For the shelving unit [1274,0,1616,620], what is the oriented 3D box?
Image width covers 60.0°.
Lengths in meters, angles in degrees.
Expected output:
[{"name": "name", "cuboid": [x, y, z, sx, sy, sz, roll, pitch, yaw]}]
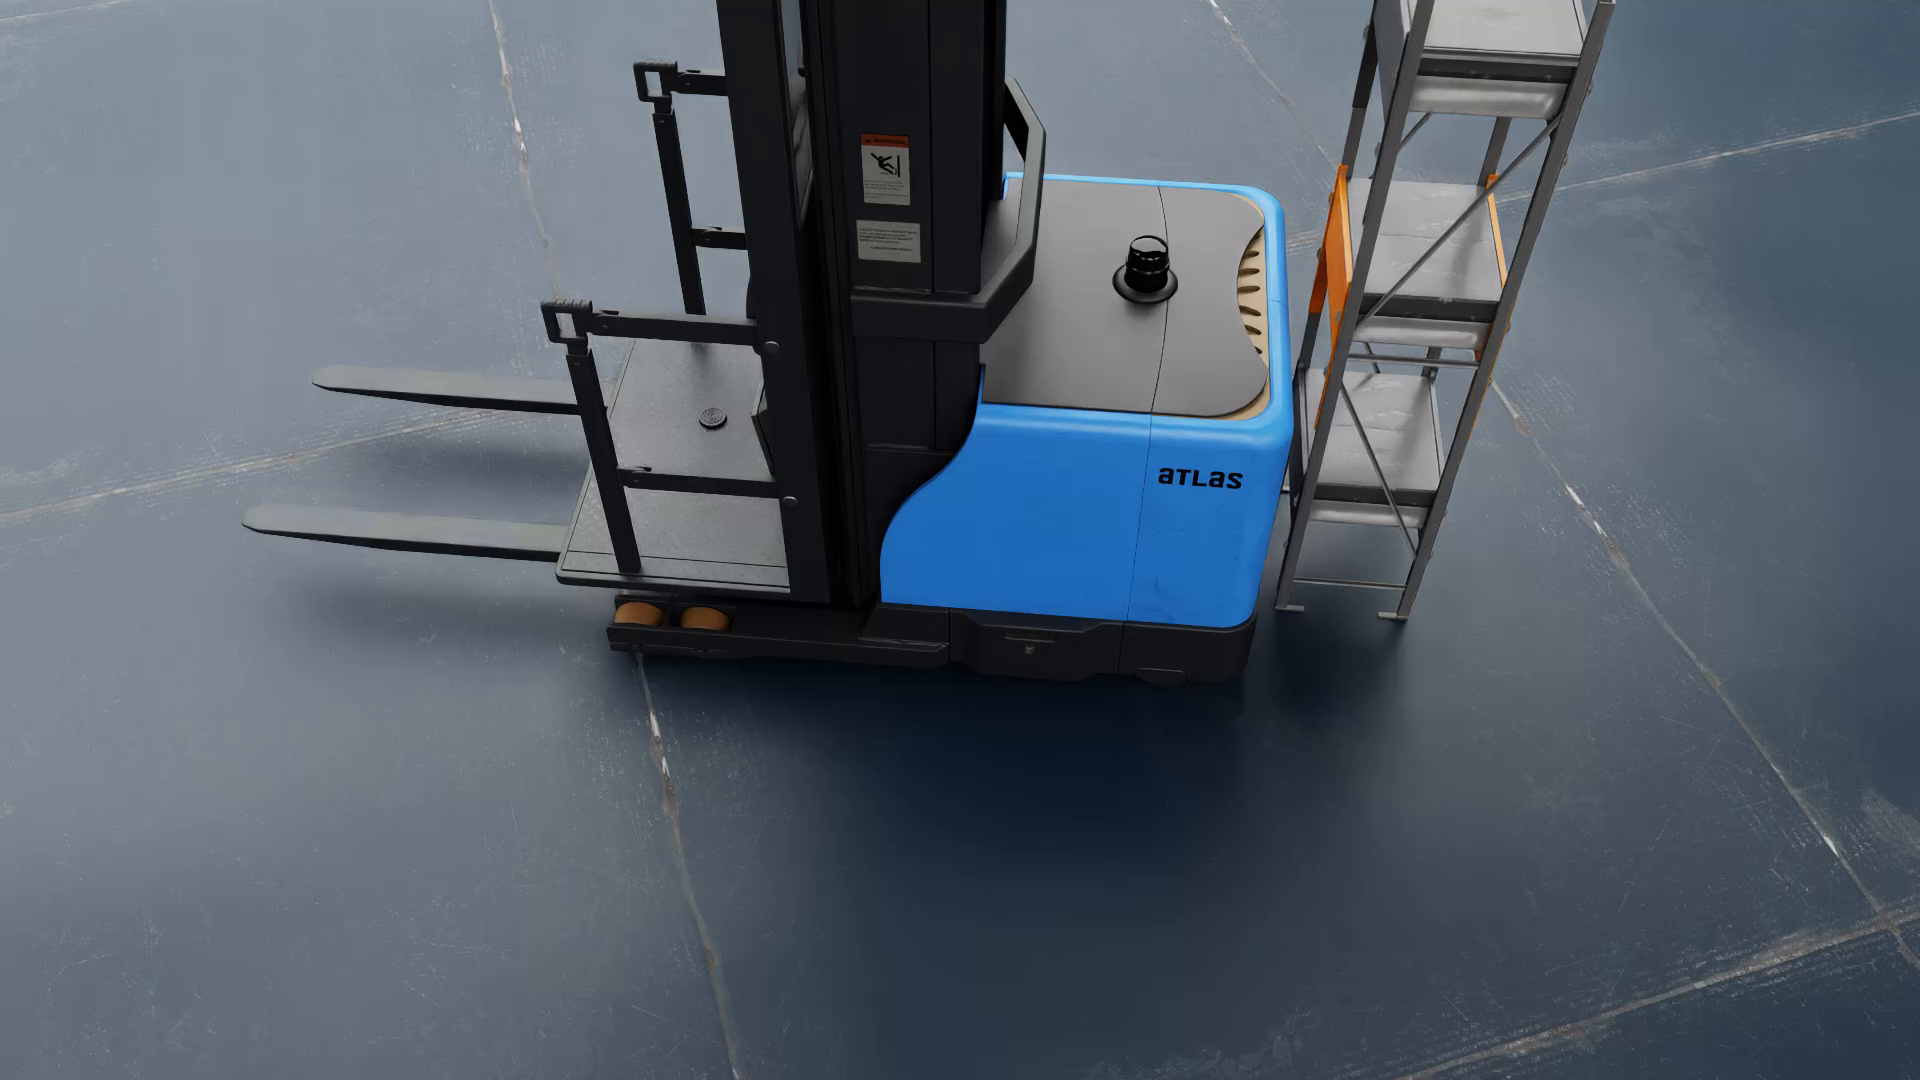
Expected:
[{"name": "shelving unit", "cuboid": [1.183, -0.640, 4.416, 0.431, 2.100, 0.503, 4, 50, 4]}]

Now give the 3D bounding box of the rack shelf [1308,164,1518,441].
[{"name": "rack shelf", "cuboid": [1.183, -0.631, 4.426, 0.431, 0.518, 0.480, 4, 50, 4]}]

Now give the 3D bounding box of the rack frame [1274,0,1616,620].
[{"name": "rack frame", "cuboid": [1.159, -0.454, 4.259, 0.400, 2.100, 0.015, 4, 50, 4]}]

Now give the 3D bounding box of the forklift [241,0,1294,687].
[{"name": "forklift", "cuboid": [-0.623, -0.991, 4.168, 3.031, 2.935, 1.130, 4, 50, 4]}]

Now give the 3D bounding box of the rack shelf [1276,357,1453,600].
[{"name": "rack shelf", "cuboid": [1.183, -0.180, 4.961, 0.431, 0.518, 0.480, 4, 50, 4]}]

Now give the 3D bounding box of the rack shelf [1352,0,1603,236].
[{"name": "rack shelf", "cuboid": [1.183, -1.082, 3.891, 0.431, 0.518, 0.480, 4, 50, 4]}]

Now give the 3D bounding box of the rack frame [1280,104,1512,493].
[{"name": "rack frame", "cuboid": [1.208, -0.825, 4.572, 0.400, 2.100, 0.015, 4, 50, 4]}]
